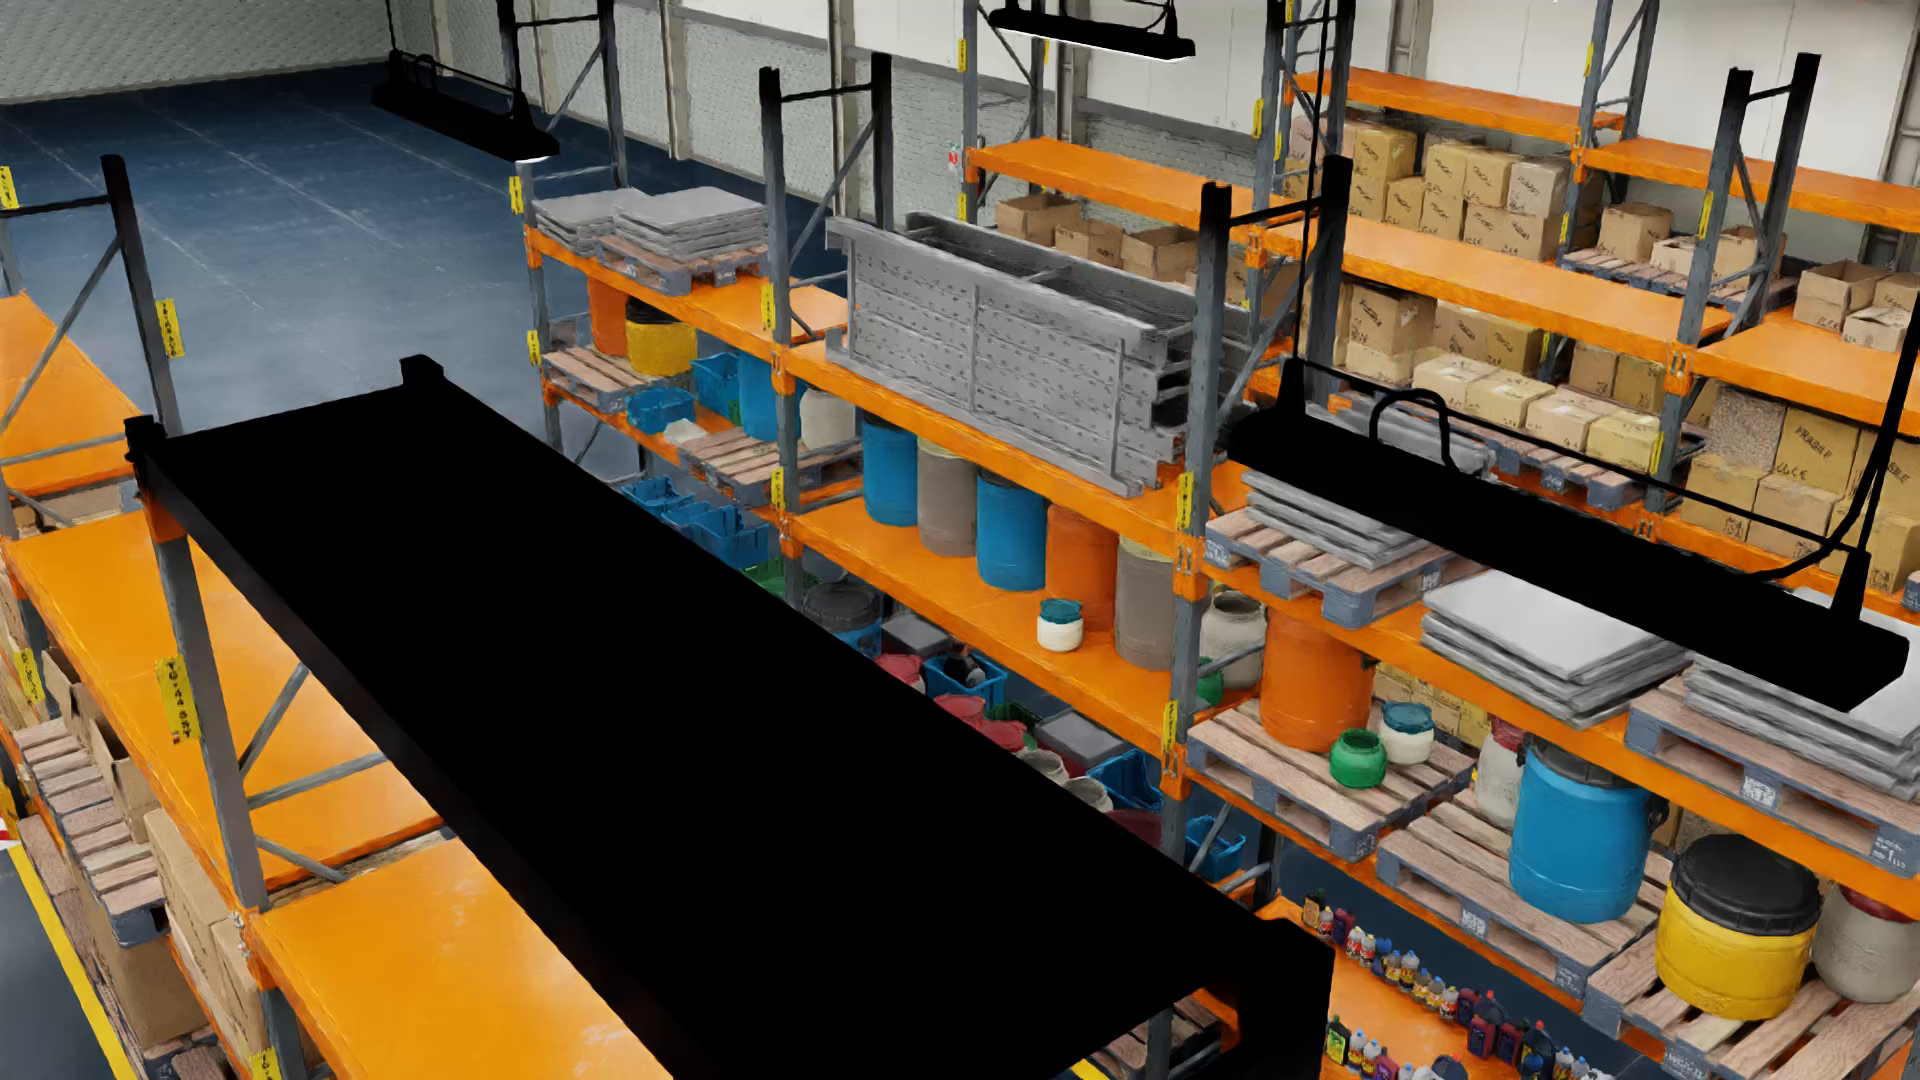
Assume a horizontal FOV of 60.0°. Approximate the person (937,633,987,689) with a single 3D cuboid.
[{"bbox_3d":[0.005,1.438,12.887,0.595,1.711,0.485,22,33,38],"label":"person"}]
